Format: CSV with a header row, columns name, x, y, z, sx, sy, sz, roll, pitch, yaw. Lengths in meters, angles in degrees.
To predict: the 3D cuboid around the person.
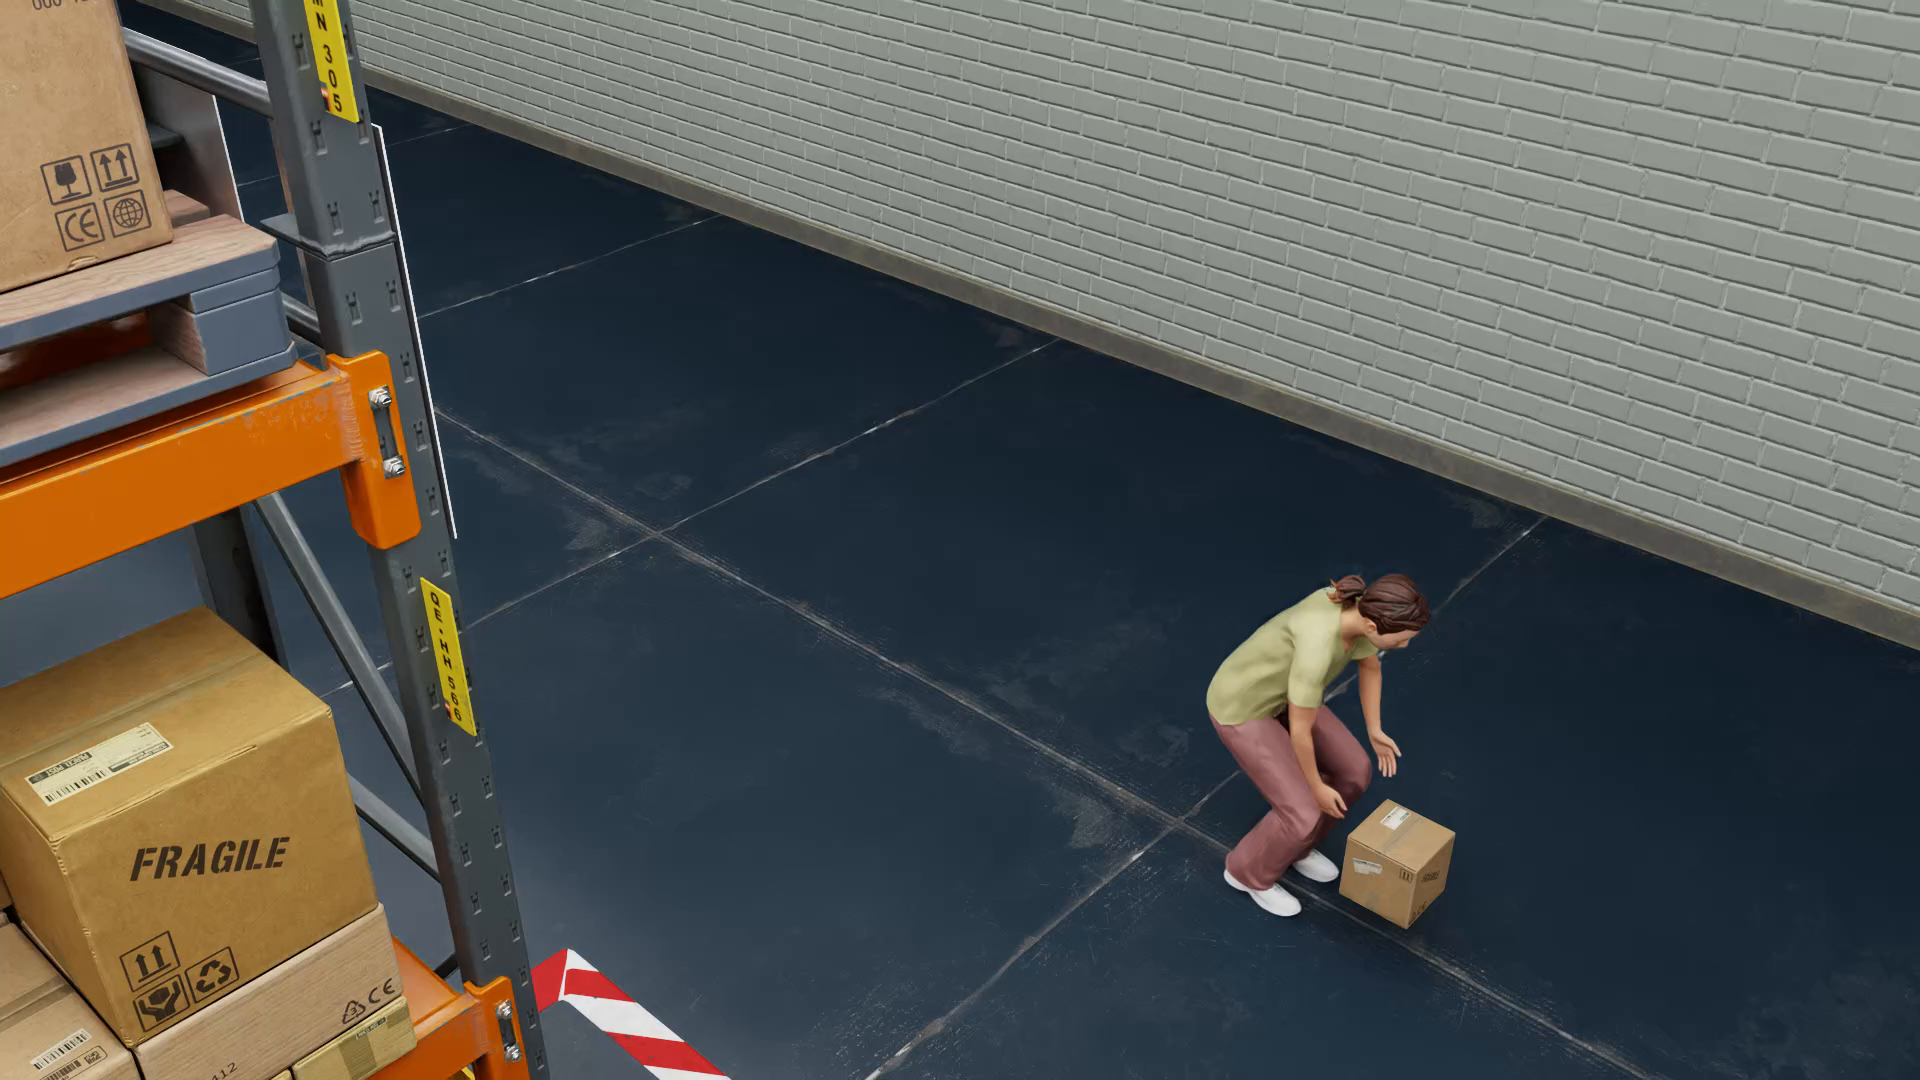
name,x,y,z,sx,sy,sz,roll,pitch,yaw
person,1.152,0.610,5.470,0.665,1.335,0.511,25,40,35
